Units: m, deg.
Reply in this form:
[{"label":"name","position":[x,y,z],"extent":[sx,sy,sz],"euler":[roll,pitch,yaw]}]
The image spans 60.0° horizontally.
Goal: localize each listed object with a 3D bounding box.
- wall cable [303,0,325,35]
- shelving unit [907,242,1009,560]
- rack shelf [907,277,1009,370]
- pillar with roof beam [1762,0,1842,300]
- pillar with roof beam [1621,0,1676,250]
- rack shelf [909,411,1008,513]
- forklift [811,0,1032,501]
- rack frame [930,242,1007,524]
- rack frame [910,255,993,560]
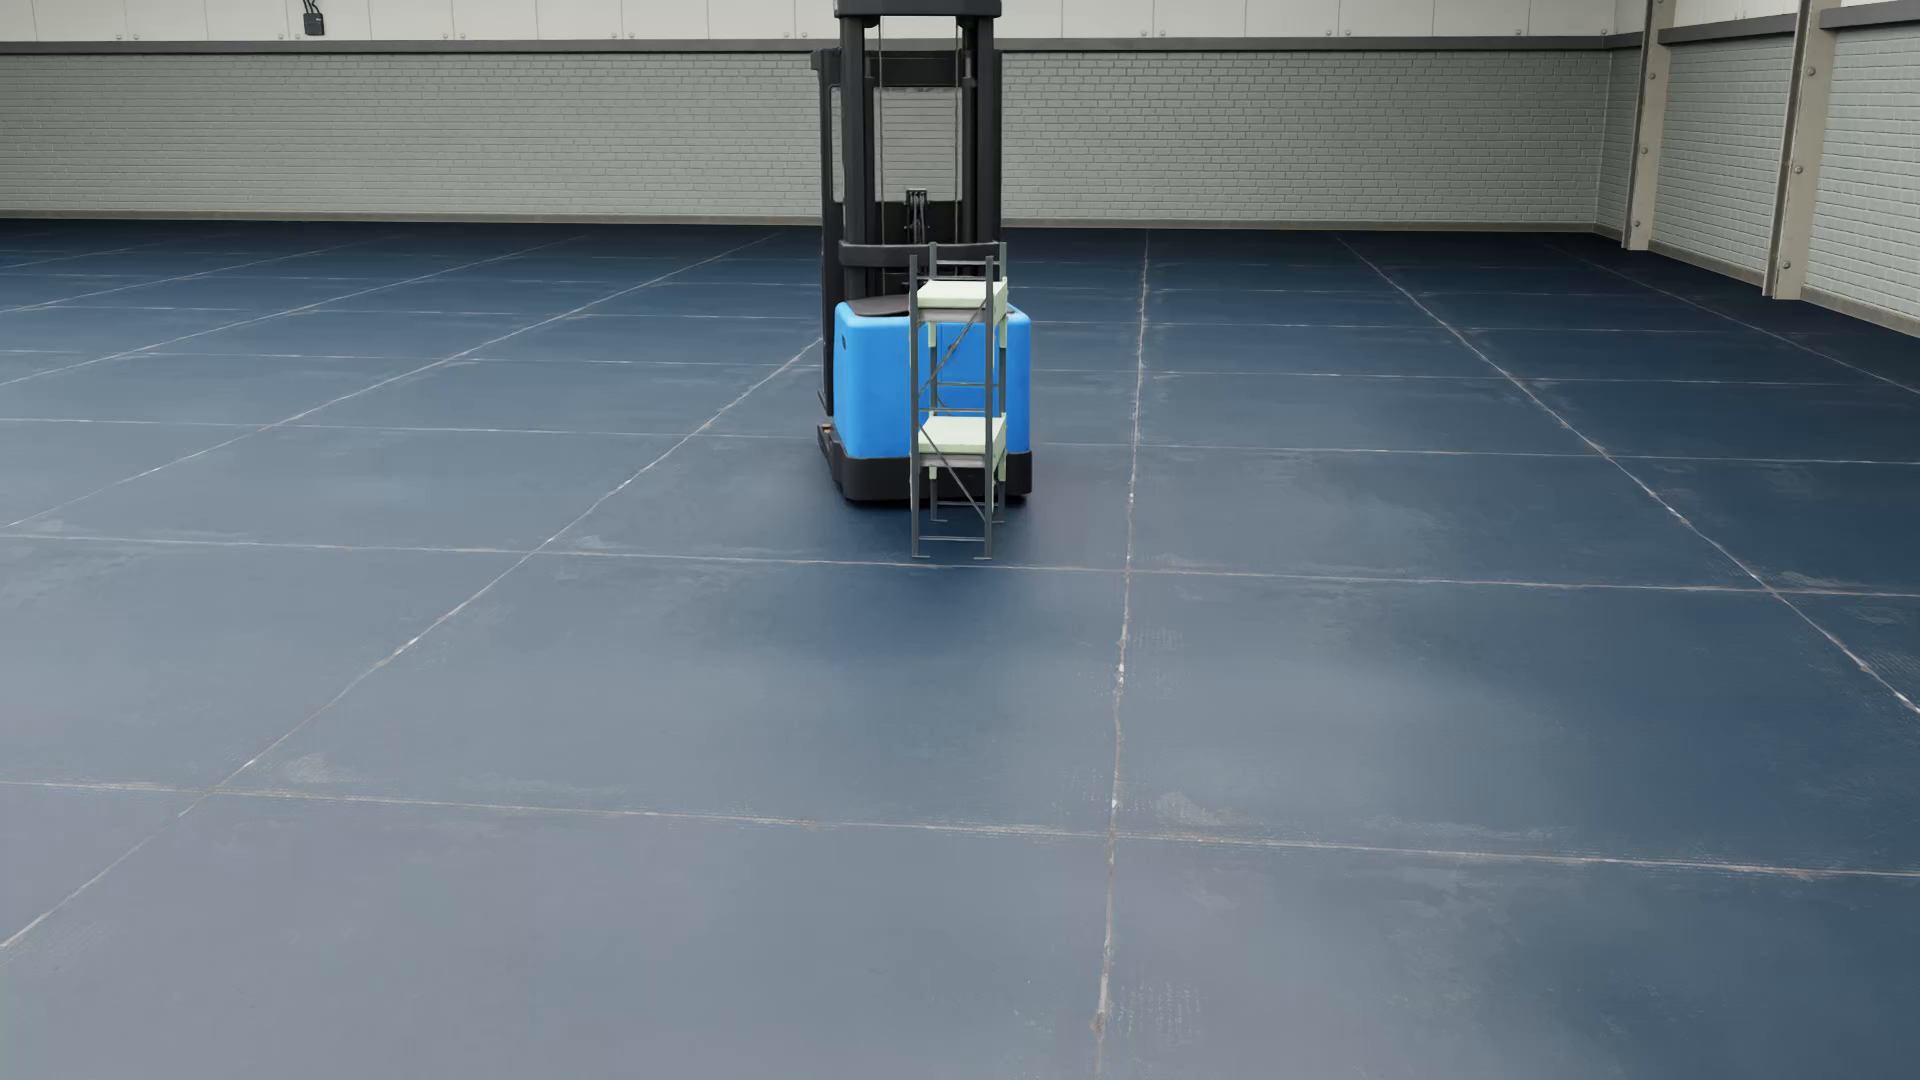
[{"label":"wall cable","position":[-10.235,-11.660,28.027],"extent":[2.305,6.003,0.169],"euler":[2,15,6]},{"label":"shelving unit","position":[0.001,-0.726,8.473],"extent":[0.431,1.500,0.755],"euler":[2,15,6]},{"label":"rack shelf","position":[0.001,-1.102,8.371],"extent":[0.431,0.370,0.720],"euler":[2,15,6]},{"label":"pillar with roof beam","position":[5.032,-7.219,18.121],"extent":[9.100,9.000,0.400],"euler":[2,15,6]},{"label":"pillar with roof beam","position":[5.709,-8.776,23.876],"extent":[9.100,9.000,0.400],"euler":[2,15,6]},{"label":"rack shelf","position":[0.001,-0.411,8.558],"extent":[0.431,0.370,0.720],"euler":[2,15,6]},{"label":"forklift","position":[-0.331,-1.969,10.327],"extent":[1.130,2.935,3.031],"euler":[-2,15,-9]},{"label":"rack frame","position":[0.042,-0.821,8.824],"extent":[0.400,1.500,0.023],"euler":[2,15,6]},{"label":"rack frame","position":[-0.041,-0.631,8.122],"extent":[0.400,1.500,0.023],"euler":[2,15,6]}]
